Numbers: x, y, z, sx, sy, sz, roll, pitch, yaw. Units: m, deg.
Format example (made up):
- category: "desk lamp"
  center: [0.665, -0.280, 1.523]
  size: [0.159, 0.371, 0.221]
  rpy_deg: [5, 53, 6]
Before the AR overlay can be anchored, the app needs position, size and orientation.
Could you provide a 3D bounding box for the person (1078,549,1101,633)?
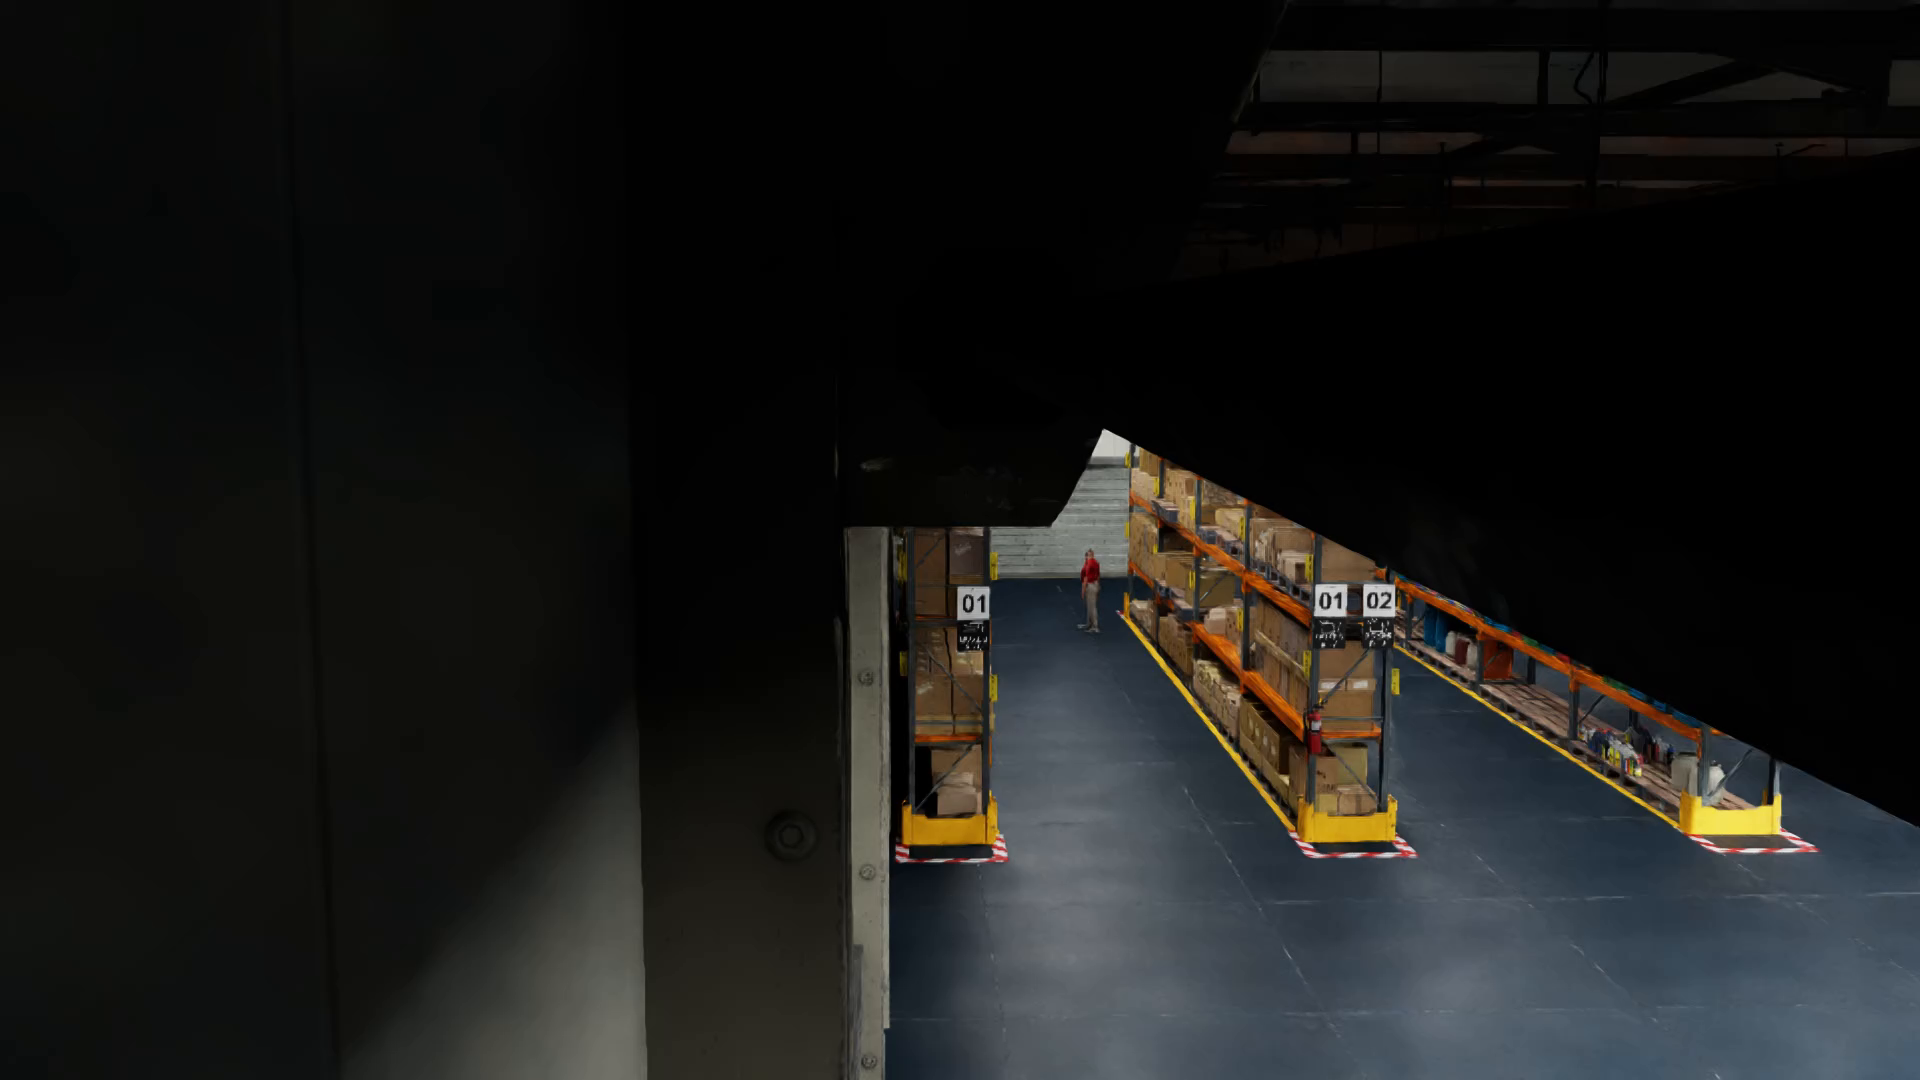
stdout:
- category: "person"
  center: [2.679, 1.039, 34.561]
  size: [0.586, 1.723, 0.653]
  rpy_deg: [4, 8, 27]
